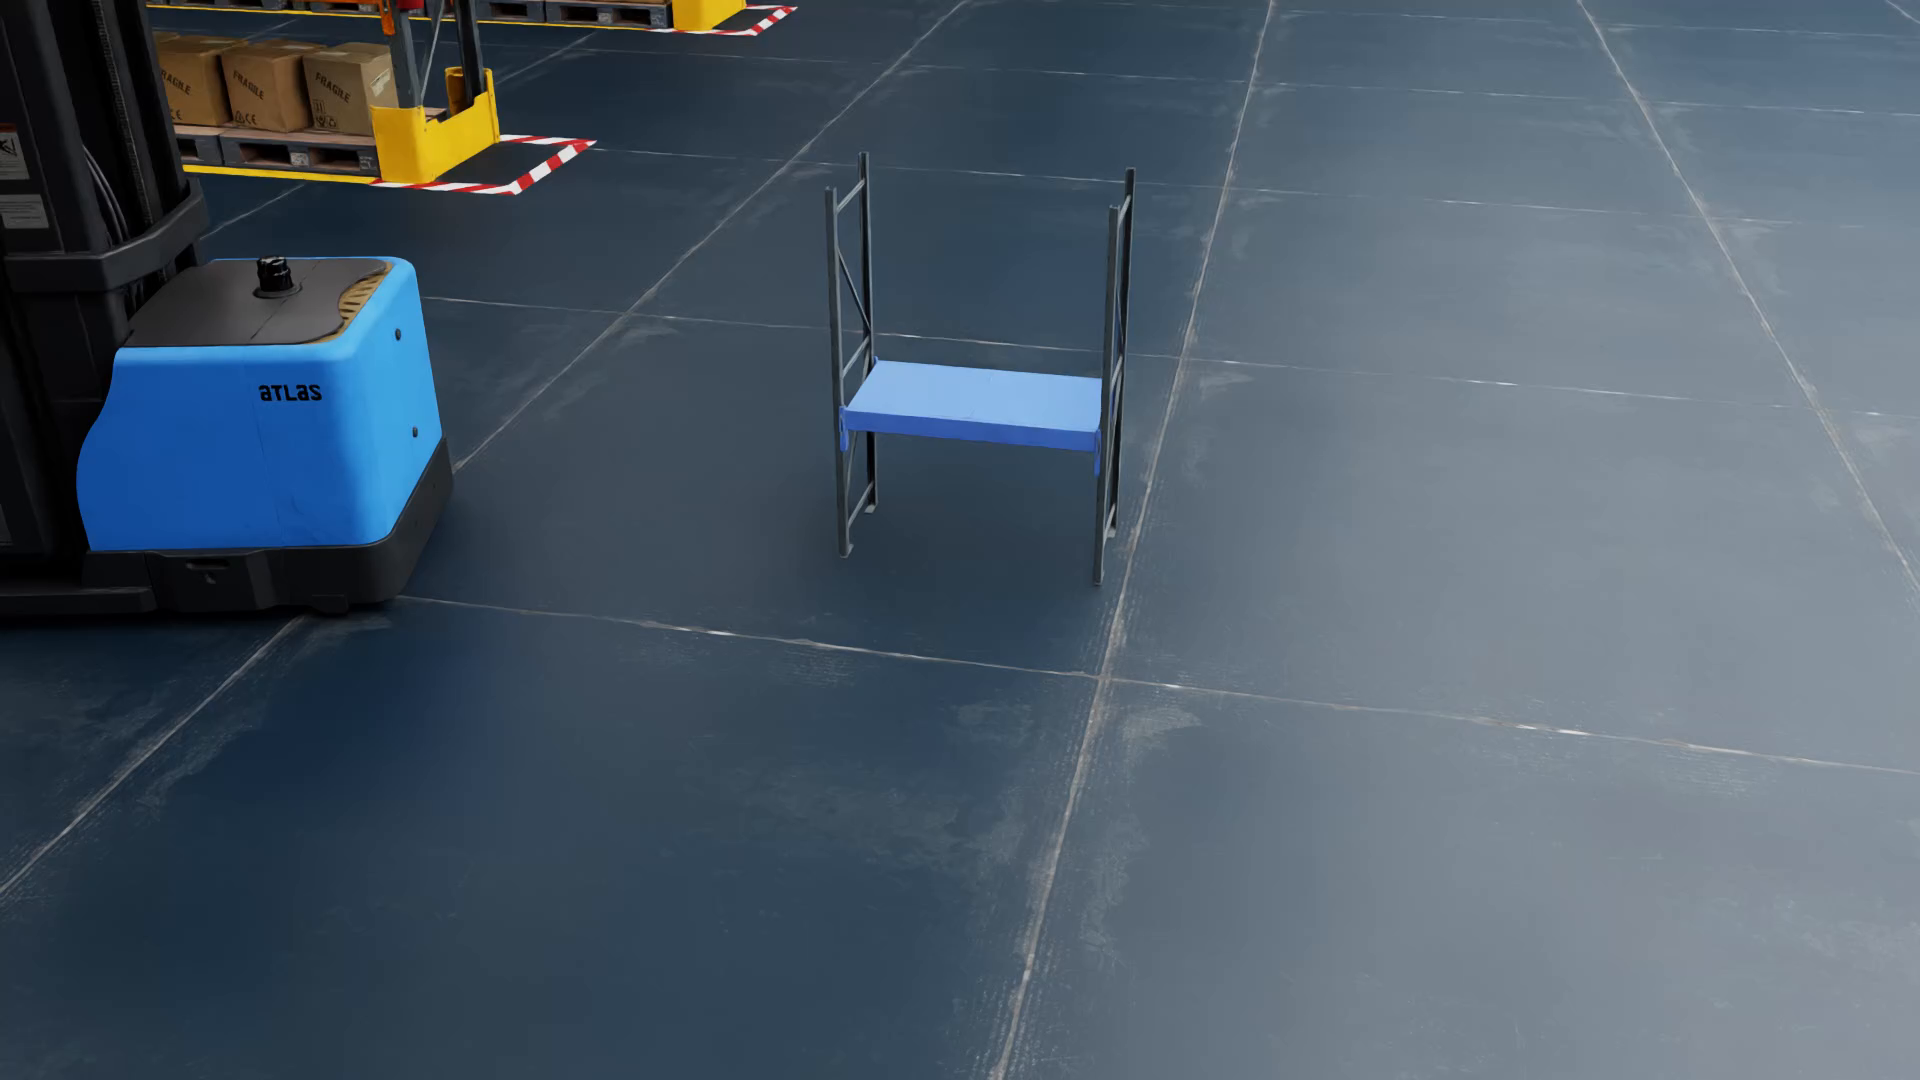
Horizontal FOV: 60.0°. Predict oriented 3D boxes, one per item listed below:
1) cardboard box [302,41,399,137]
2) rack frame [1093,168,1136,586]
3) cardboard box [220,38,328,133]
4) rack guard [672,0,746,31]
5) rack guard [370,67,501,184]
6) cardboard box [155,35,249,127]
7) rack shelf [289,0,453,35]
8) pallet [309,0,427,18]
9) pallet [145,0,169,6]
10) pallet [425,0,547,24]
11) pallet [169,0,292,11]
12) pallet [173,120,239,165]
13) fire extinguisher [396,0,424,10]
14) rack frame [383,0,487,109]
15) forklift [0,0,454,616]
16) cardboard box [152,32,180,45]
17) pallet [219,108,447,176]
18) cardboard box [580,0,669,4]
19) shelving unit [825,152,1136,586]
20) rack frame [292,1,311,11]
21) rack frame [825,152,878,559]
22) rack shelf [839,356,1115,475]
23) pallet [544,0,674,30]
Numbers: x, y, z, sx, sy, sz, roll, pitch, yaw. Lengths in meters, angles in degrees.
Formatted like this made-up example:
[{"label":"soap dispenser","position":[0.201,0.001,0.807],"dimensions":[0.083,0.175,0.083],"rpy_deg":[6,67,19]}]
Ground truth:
[{"label":"cardboard box","position":[-4.135,-3.121,11.494],"dimensions":[0.500,0.500,0.500],"rpy_deg":[11,31,20]},{"label":"rack frame","position":[0.581,-0.598,6.281],"dimensions":[0.032,1.500,0.500],"rpy_deg":[6,29,11]},{"label":"cardboard box","position":[-4.727,-3.165,11.574],"dimensions":[0.500,0.500,0.500],"rpy_deg":[14,32,24]},{"label":"rack guard","position":[-2.370,-5.184,15.698],"dimensions":[0.348,0.500,1.175],"rpy_deg":[6,29,11]},{"label":"rack guard","position":[-3.602,-2.874,11.480],"dimensions":[0.348,0.500,1.175],"rpy_deg":[6,29,11]},{"label":"cardboard box","position":[-5.335,-3.237,11.705],"dimensions":[0.500,0.500,0.500],"rpy_deg":[9,30,15]},{"label":"rack shelf","position":[-5.484,-3.848,11.405],"dimensions":[4.000,0.370,1.077],"rpy_deg":[6,29,11]},{"label":"pallet","position":[-5.578,-5.347,16.298],"dimensions":[1.213,0.211,1.003],"rpy_deg":[6,29,11]},{"label":"pallet","position":[-8.272,-5.624,16.802],"dimensions":[1.213,0.211,1.003],"rpy_deg":[6,29,11]},{"label":"pallet","position":[-4.381,-5.226,16.076],"dimensions":[1.213,0.211,1.003],"rpy_deg":[6,29,11]},{"label":"pallet","position":[-7.075,-5.502,16.581],"dimensions":[1.213,0.211,1.003],"rpy_deg":[6,29,11]},{"label":"pallet","position":[-5.579,-2.969,11.954],"dimensions":[1.213,0.211,1.003],"rpy_deg":[6,29,11]},{"label":"fire extinguisher","position":[-3.512,-3.701,10.468],"dimensions":[0.183,0.674,0.296],"rpy_deg":[6,29,11]},{"label":"rack frame","position":[-3.528,-3.963,10.866],"dimensions":[0.127,3.000,1.000],"rpy_deg":[6,29,11]},{"label":"forklift","position":[-3.627,-1.209,5.906],"dimensions":[3.031,2.935,1.130],"rpy_deg":[-1,29,-2]},{"label":"cardboard box","position":[-5.871,-3.314,11.845],"dimensions":[0.500,0.500,0.500],"rpy_deg":[3,29,6]},{"label":"pallet","position":[-4.389,-2.846,11.728],"dimensions":[1.213,0.211,1.003],"rpy_deg":[6,29,11]},{"label":"cardboard box","position":[-3.070,-5.572,15.579],"dimensions":[0.875,0.875,0.875],"rpy_deg":[6,29,11]},{"label":"shelving unit","position":[0.083,-0.649,6.374],"dimensions":[1.048,1.500,0.538],"rpy_deg":[6,29,11]},{"label":"rack frame","position":[-6.305,-6.684,15.834],"dimensions":[0.127,3.000,1.000],"rpy_deg":[6,29,11]},{"label":"rack frame","position":[-0.414,-0.700,6.467],"dimensions":[0.032,1.500,0.500],"rpy_deg":[6,29,11]},{"label":"rack shelf","position":[0.083,-0.492,6.461],"dimensions":[1.000,0.185,0.538],"rpy_deg":[6,29,11]},{"label":"pallet","position":[-3.191,-5.103,15.851],"dimensions":[1.213,0.211,1.003],"rpy_deg":[6,29,11]}]
